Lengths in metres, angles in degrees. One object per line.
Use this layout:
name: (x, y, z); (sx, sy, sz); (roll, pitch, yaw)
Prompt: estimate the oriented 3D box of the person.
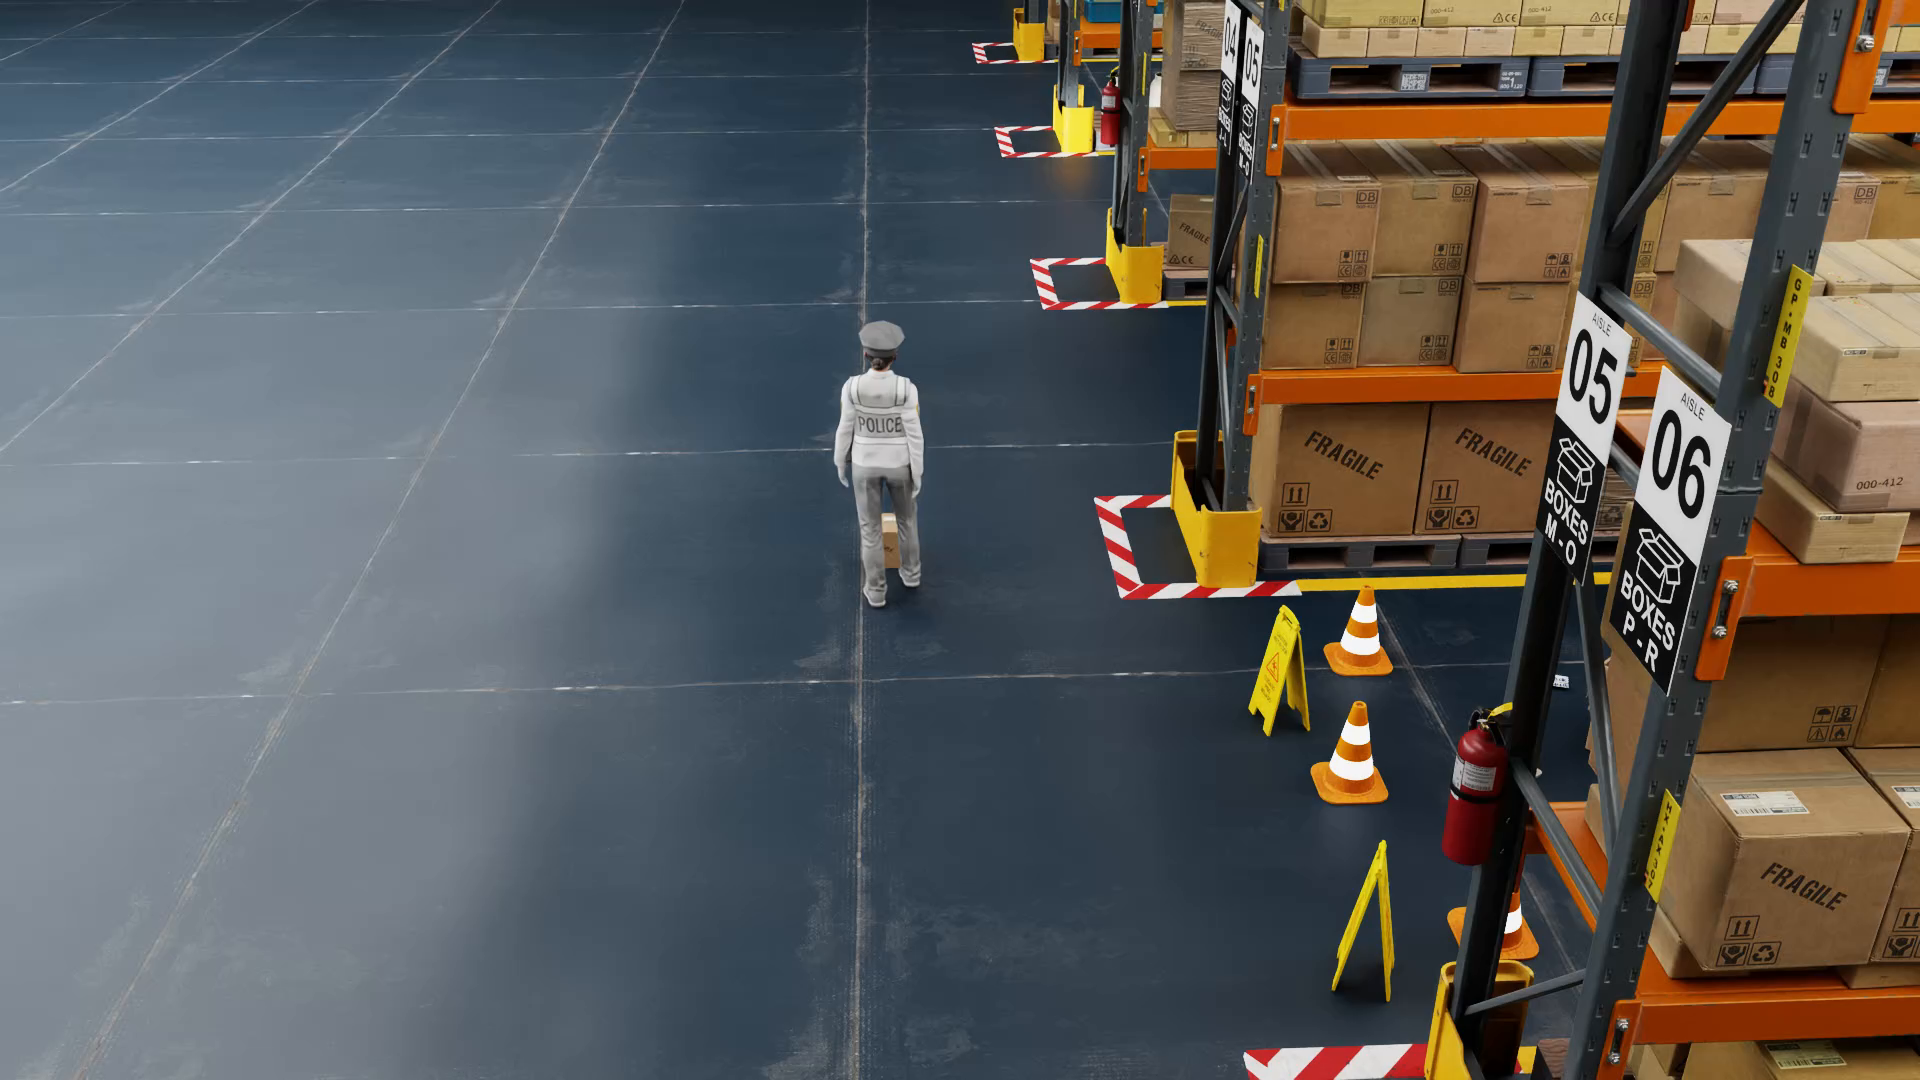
person: (-0.461, -0.453, 9.457); (0.502, 1.680, 0.508); (-1, 28, -2)
